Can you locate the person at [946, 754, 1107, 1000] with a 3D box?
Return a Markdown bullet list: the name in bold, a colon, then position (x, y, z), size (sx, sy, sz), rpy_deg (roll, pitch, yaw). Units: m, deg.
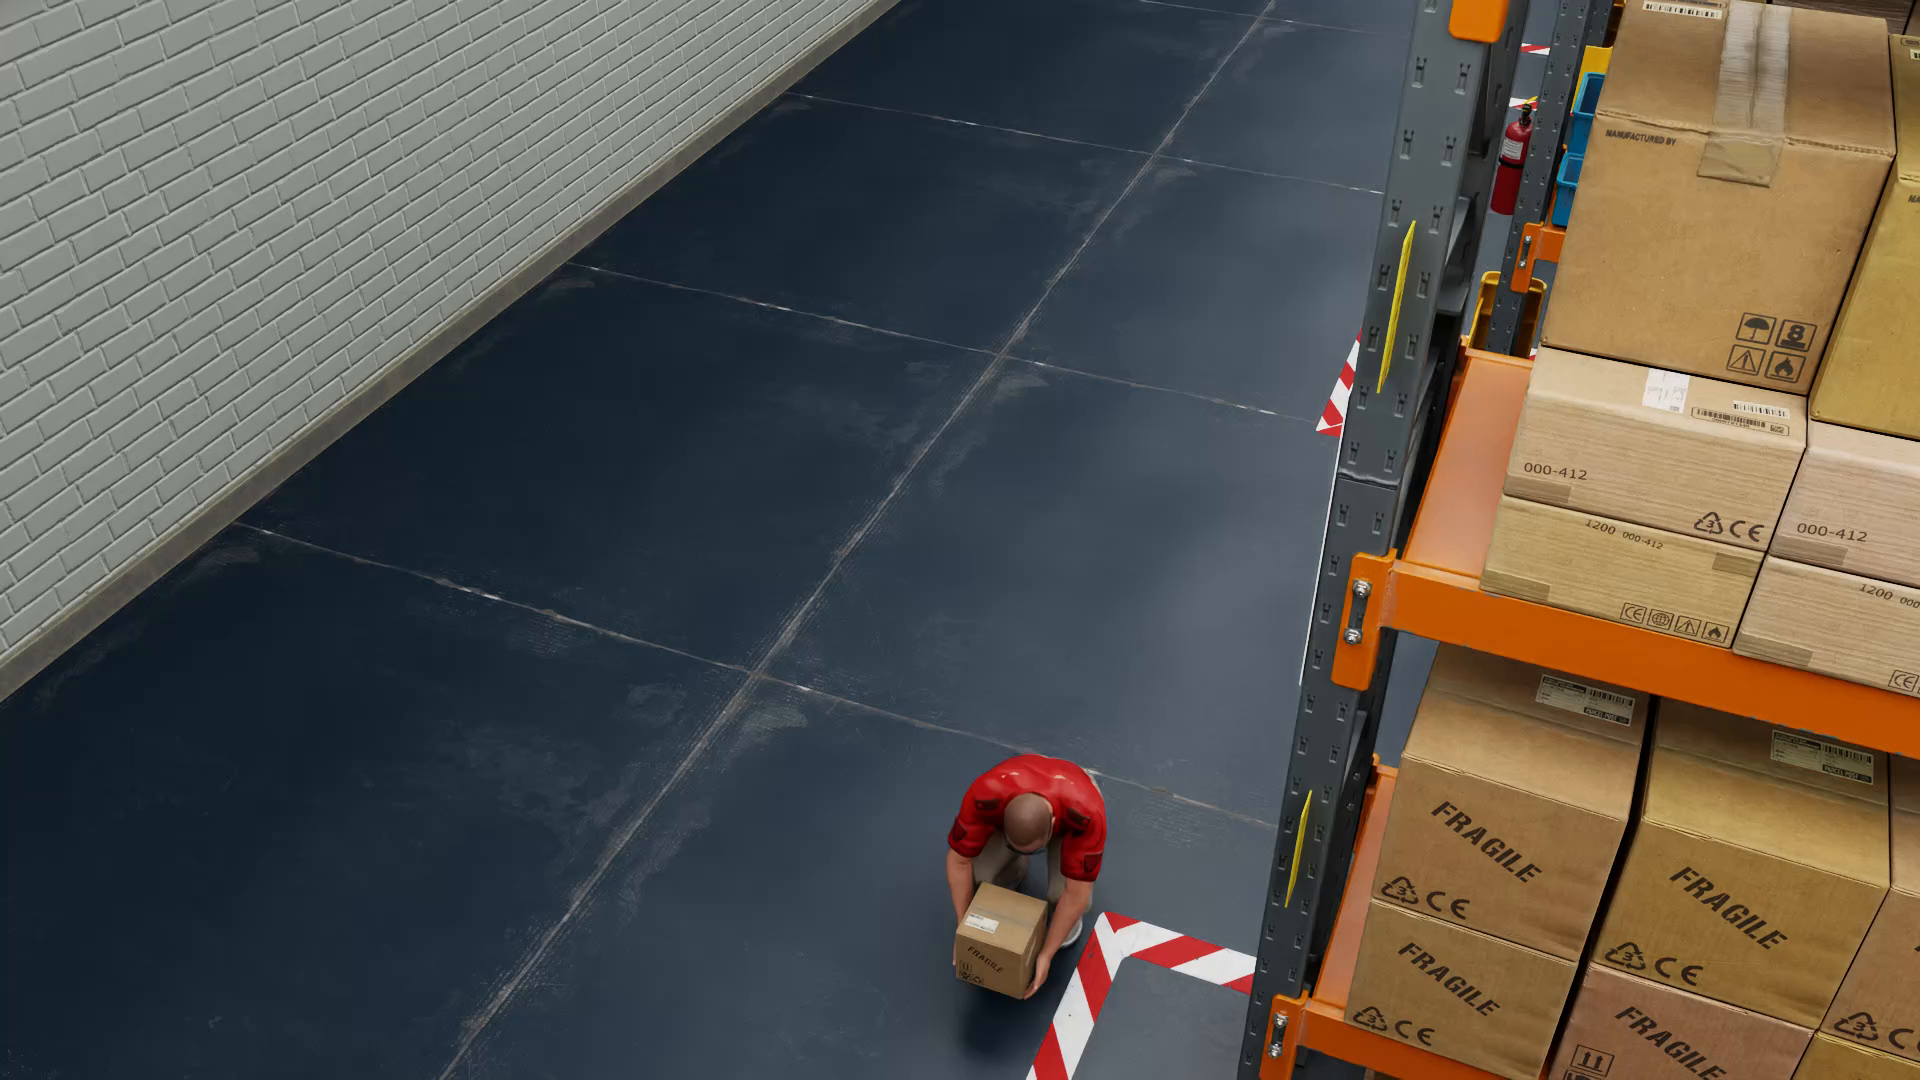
- **person**: position (0.268, 1.077, 6.007), size (0.563, 0.920, 0.861), rpy_deg (13, 39, 16)
